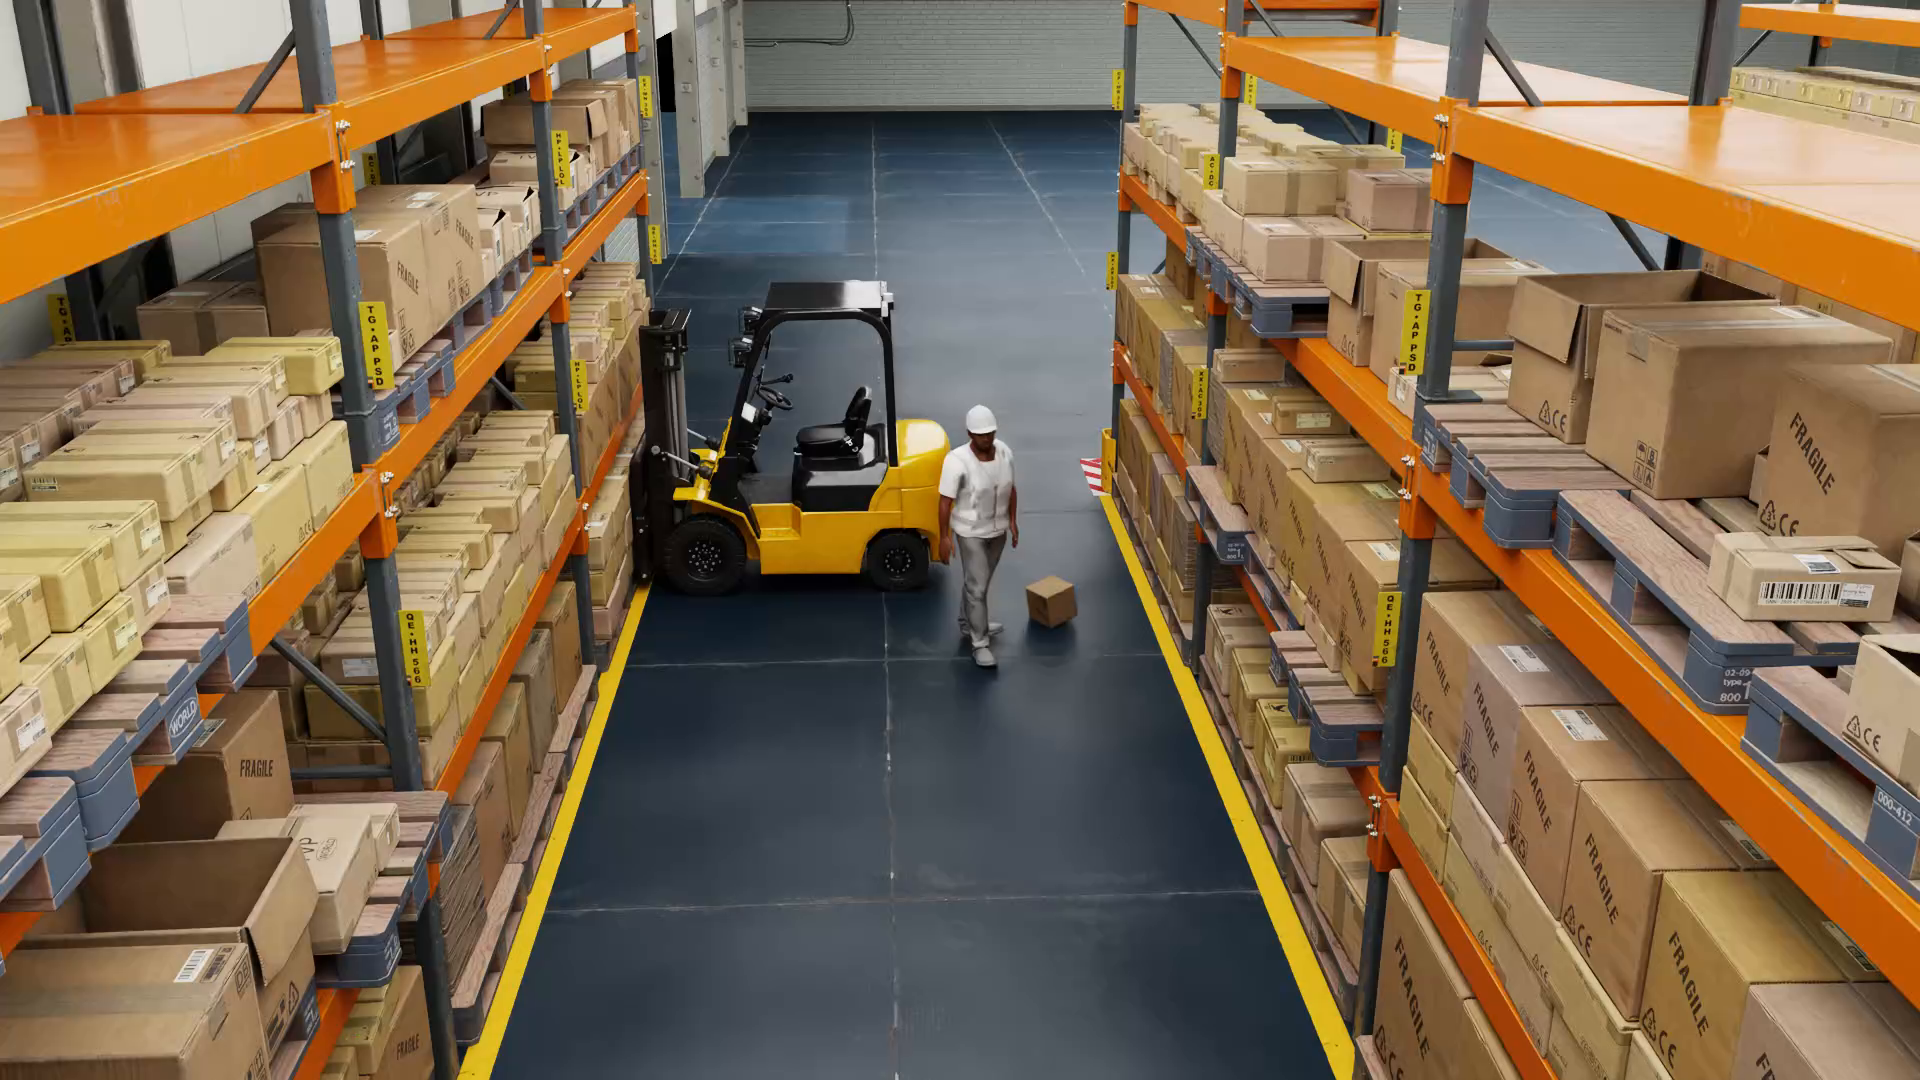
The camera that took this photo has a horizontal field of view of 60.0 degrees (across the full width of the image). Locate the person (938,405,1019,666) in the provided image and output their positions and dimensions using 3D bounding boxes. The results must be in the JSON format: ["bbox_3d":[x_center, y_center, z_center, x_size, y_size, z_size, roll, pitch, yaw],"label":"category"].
[{"bbox_3d":[0.140,-0.056,11.205,0.626,1.766,0.626,-16,26,-37],"label":"person"}]
